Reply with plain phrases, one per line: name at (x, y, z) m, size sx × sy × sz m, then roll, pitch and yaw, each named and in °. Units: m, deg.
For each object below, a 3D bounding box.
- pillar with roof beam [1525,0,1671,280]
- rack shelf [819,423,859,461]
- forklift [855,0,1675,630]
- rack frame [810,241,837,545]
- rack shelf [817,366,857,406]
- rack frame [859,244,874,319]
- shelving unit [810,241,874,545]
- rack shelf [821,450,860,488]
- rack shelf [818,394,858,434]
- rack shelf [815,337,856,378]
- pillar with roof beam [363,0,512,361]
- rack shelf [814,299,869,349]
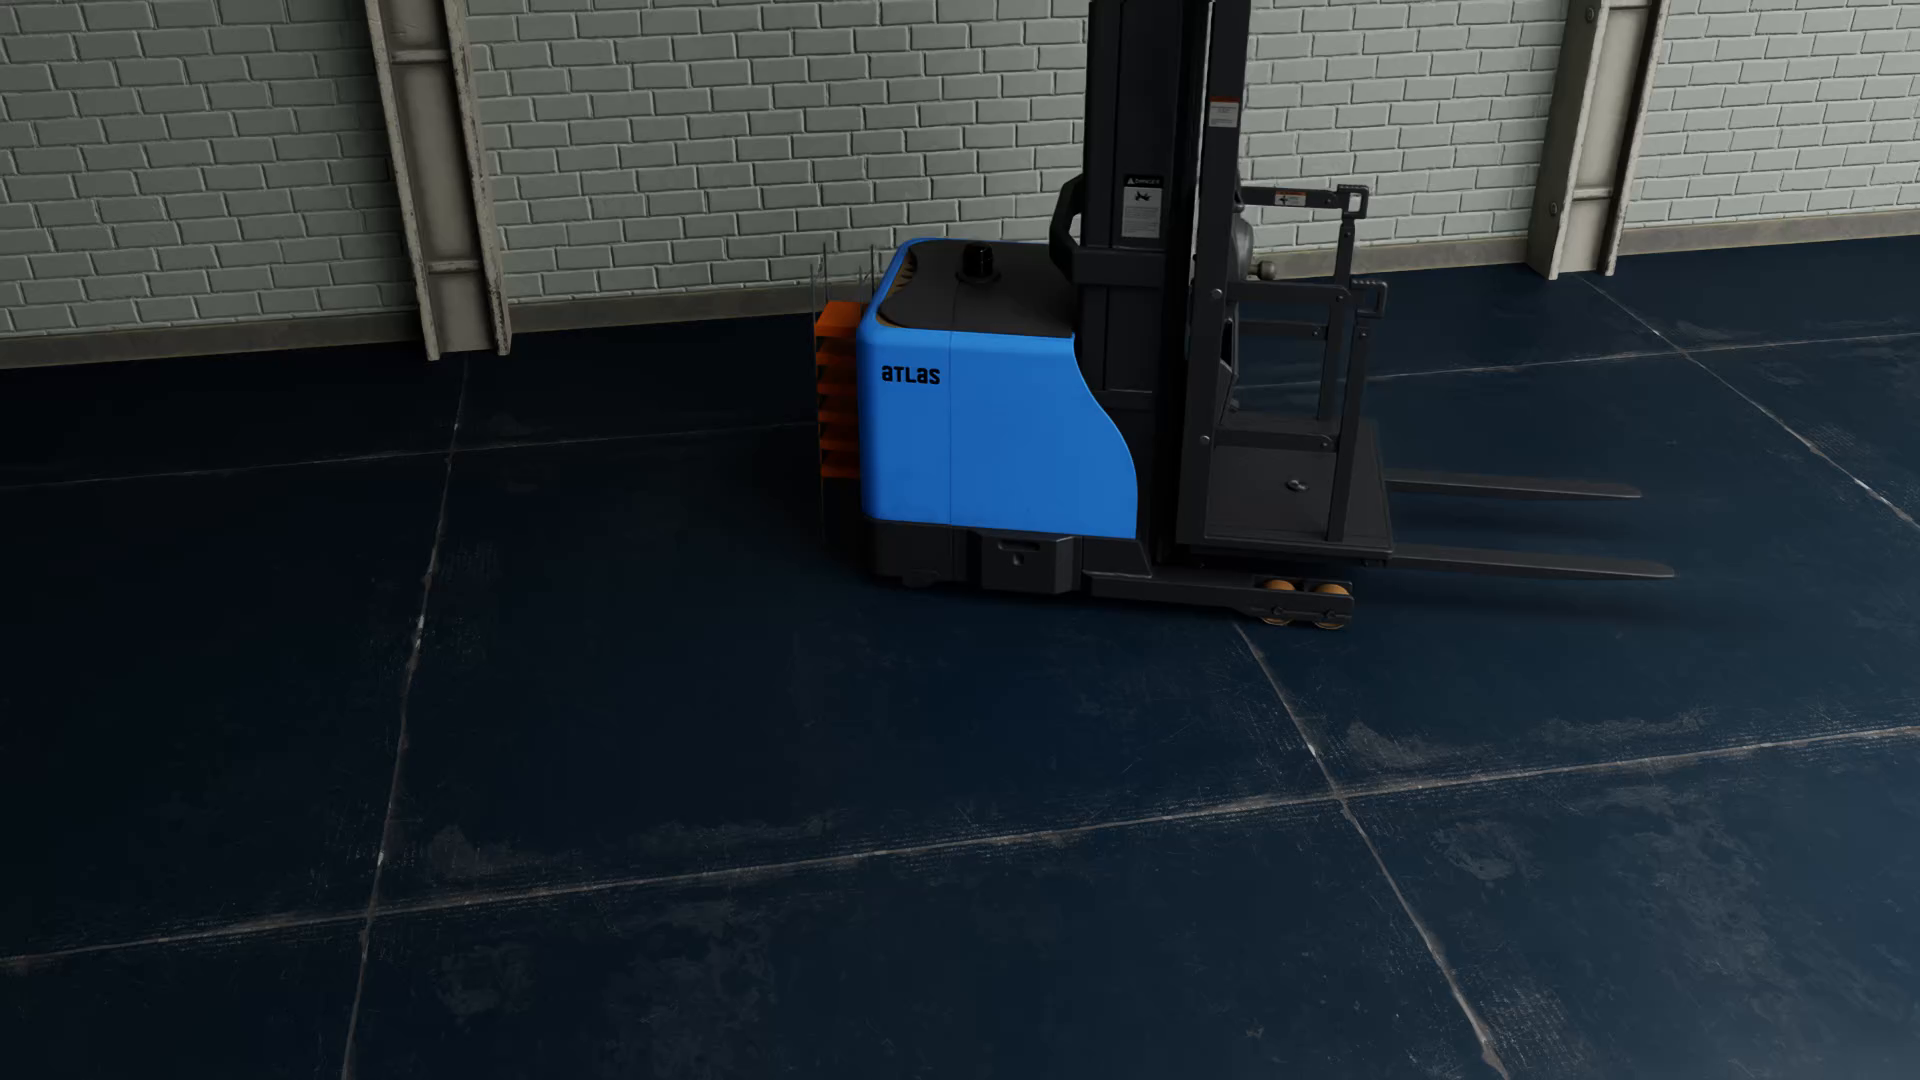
pillar with roof beam at (4.195, -3.267, 3.428) m, size 0.400 × 9.000 × 9.100 m, roll -5°, pitch 31°, yaw -9°
rack shelf at (-0.440, -0.407, 6.583) m, size 0.180 × 0.103 × 0.258 m, roll 4°, pitch 31°, yaw 7°
forklift at (1.171, -1.220, 5.934) m, size 3.031 × 2.935 × 1.130 m, roll 4°, pitch 31°, yaw 7°
rack frame at (-0.530, -0.555, 6.511) m, size 0.006 × 1.200 × 0.240 m, roll 4°, pitch 31°, yaw 7°
rack shelf at (-0.440, -0.614, 6.461) m, size 0.180 × 0.103 × 0.258 m, roll 4°, pitch 31°, yaw 7°
rack frame at (-0.349, -0.542, 6.488) m, size 0.006 × 1.200 × 0.240 m, roll 4°, pitch 31°, yaw 7°
shelving unit at (-0.440, -0.549, 6.499) m, size 0.189 × 1.200 × 0.258 m, roll 4°, pitch 31°, yaw 7°
rack shelf at (-0.440, -0.303, 6.643) m, size 0.180 × 0.103 × 0.258 m, roll 4°, pitch 31°, yaw 7°
rack shelf at (-0.440, -0.510, 6.522) m, size 0.180 × 0.103 × 0.258 m, roll 4°, pitch 31°, yaw 7°
rack shelf at (-0.440, -0.717, 6.400) m, size 0.180 × 0.103 × 0.258 m, roll 4°, pitch 31°, yaw 7°
pillar with roof beam at (-1.706, -2.719, 2.497) m, size 0.400 × 9.000 × 9.100 m, roll -5°, pitch 31°, yaw -9°
rack shelf at (-0.440, -0.821, 6.339) m, size 0.180 × 0.103 × 0.258 m, roll 4°, pitch 31°, yaw 7°
